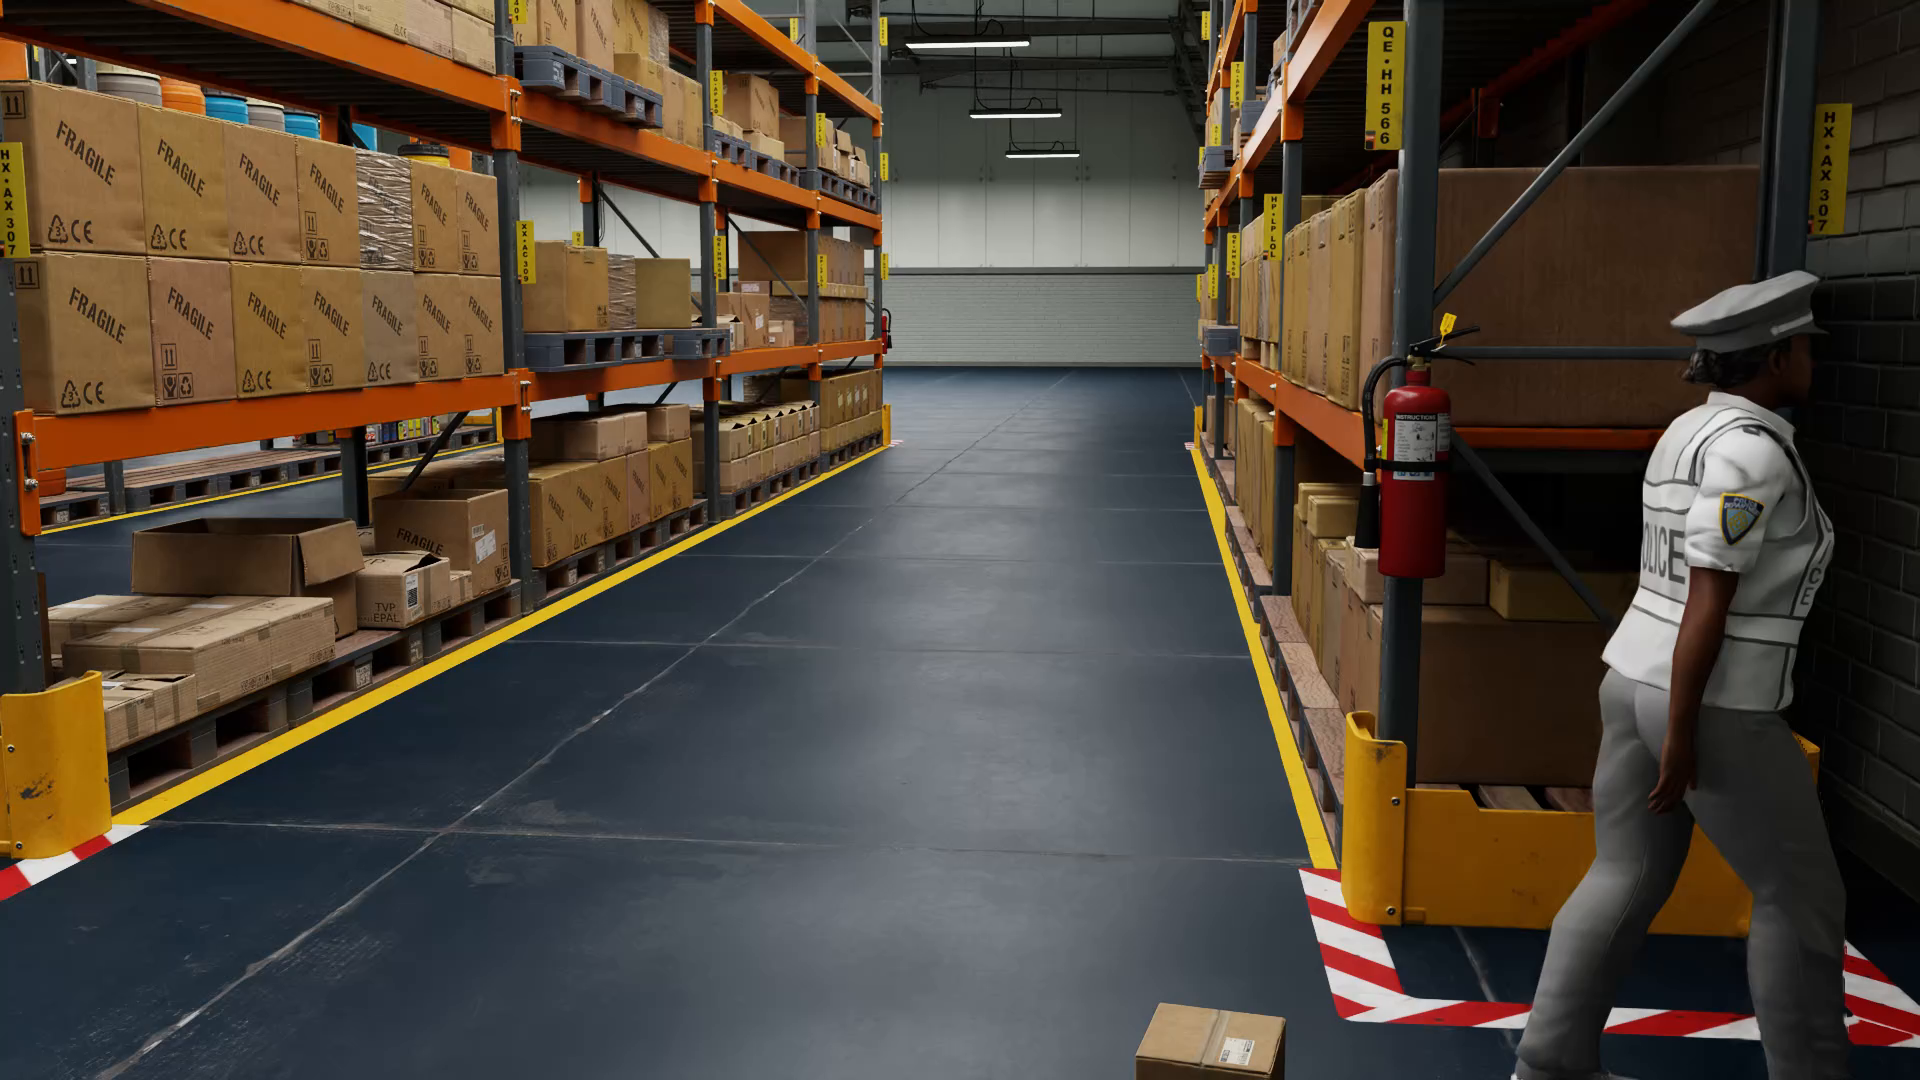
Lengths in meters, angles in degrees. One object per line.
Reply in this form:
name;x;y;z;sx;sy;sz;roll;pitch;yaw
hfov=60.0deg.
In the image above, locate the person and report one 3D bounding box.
person;1.467;0.341;3.215;0.702;1.709;0.525;0;8;3
